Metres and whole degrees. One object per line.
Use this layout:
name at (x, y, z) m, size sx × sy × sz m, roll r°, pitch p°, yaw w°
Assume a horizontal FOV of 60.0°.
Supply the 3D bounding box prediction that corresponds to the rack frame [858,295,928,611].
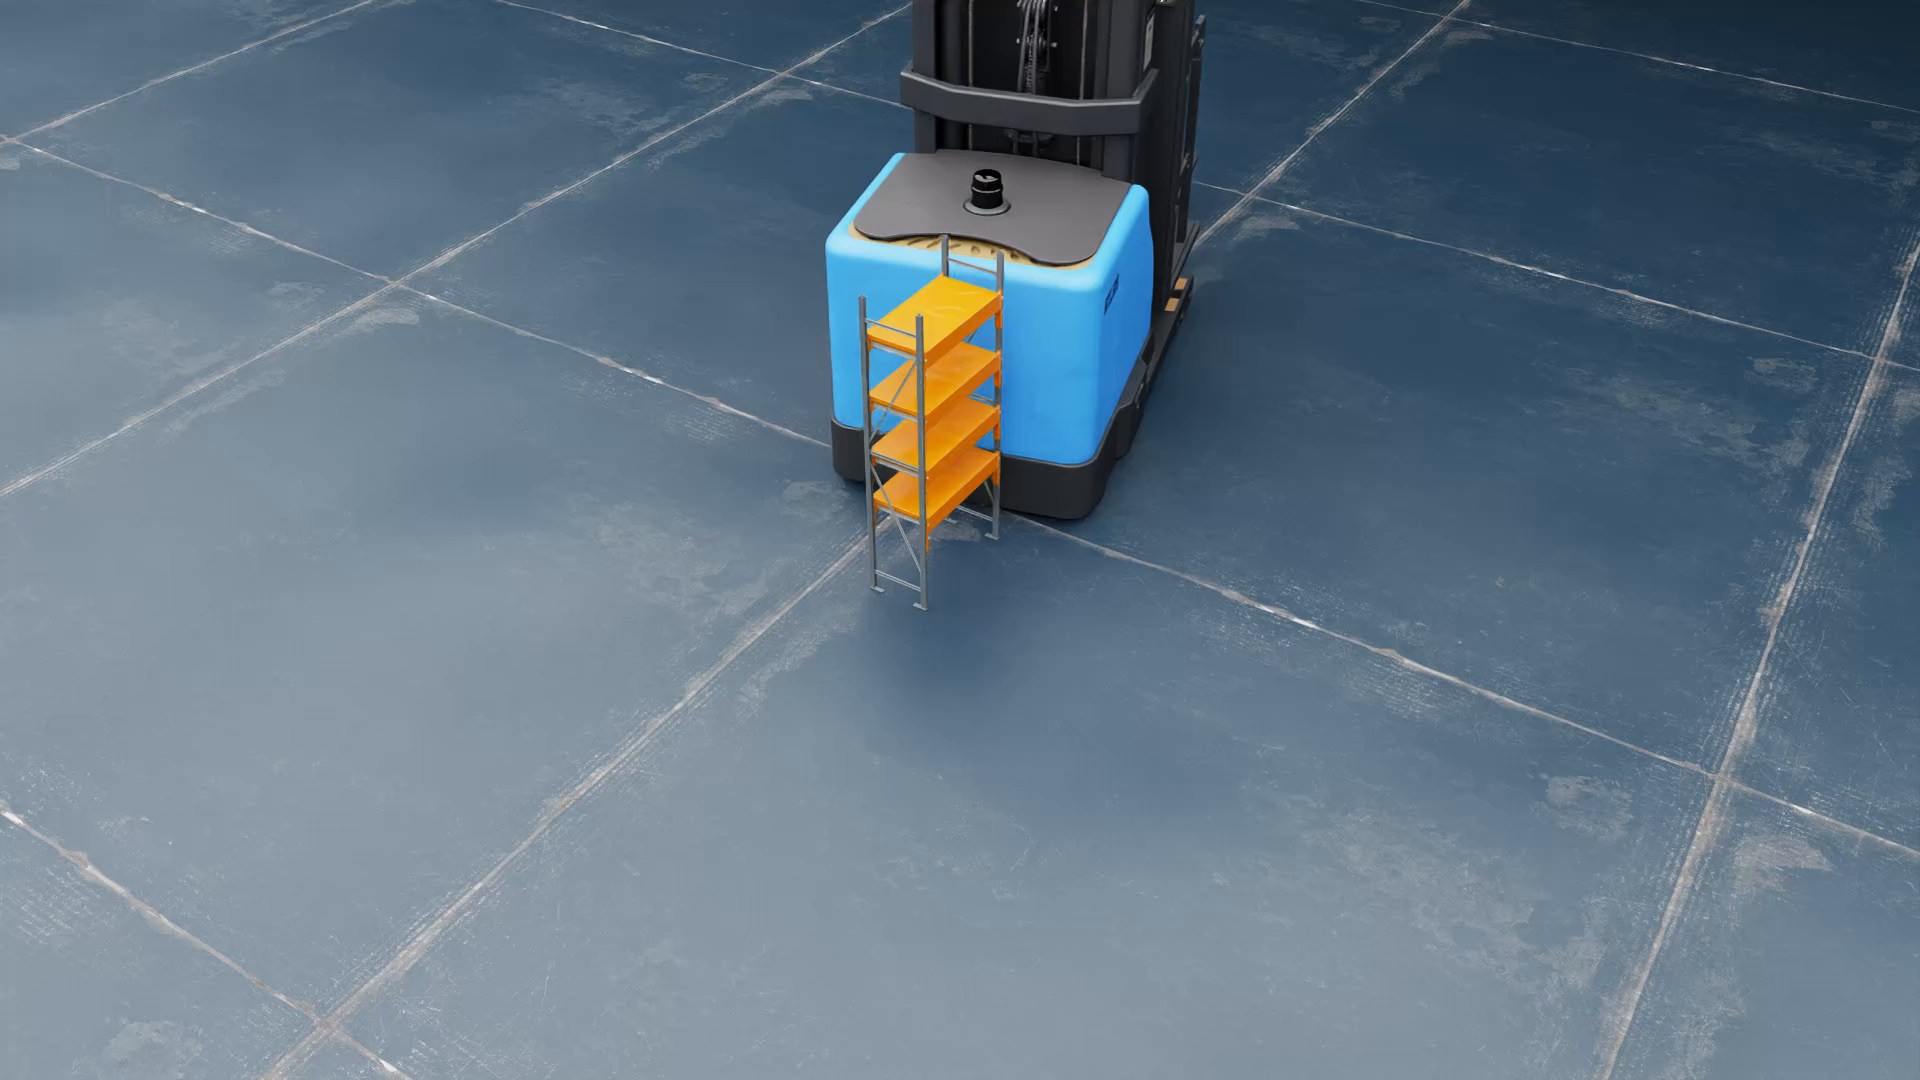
rack frame at (-0.219, -0.264, 5.610) m, size 0.240 × 1.200 × 0.015 m, roll 21°, pitch 42°, yaw 25°

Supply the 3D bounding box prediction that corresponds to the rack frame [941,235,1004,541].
rack frame at (0.042, -0.516, 5.936) m, size 0.240 × 1.200 × 0.015 m, roll 21°, pitch 42°, yaw 25°

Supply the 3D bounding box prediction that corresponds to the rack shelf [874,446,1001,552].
rack shelf at (-0.089, -0.179, 5.935) m, size 0.258 × 0.148 × 0.480 m, roll 21°, pitch 42°, yaw 25°

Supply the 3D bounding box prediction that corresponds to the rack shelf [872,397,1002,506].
rack shelf at (-0.089, -0.337, 5.814) m, size 0.258 × 0.148 × 0.480 m, roll 21°, pitch 42°, yaw 25°

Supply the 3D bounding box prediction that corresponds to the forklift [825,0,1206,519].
forklift at (0.431, -2.142, 6.628) m, size 1.130 × 2.935 × 3.031 m, roll 11°, pitch 39°, yaw 14°

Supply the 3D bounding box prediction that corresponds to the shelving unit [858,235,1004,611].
shelving unit at (-0.089, -0.390, 5.773) m, size 0.258 × 1.200 × 0.503 m, roll 21°, pitch 42°, yaw 25°

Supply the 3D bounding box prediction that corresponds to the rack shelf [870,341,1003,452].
rack shelf at (-0.089, -0.514, 5.677) m, size 0.258 × 0.148 × 0.480 m, roll 21°, pitch 42°, yaw 25°

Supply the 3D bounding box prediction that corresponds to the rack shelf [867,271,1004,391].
rack shelf at (-0.089, -0.701, 5.533) m, size 0.258 × 0.148 × 0.480 m, roll 21°, pitch 42°, yaw 25°
